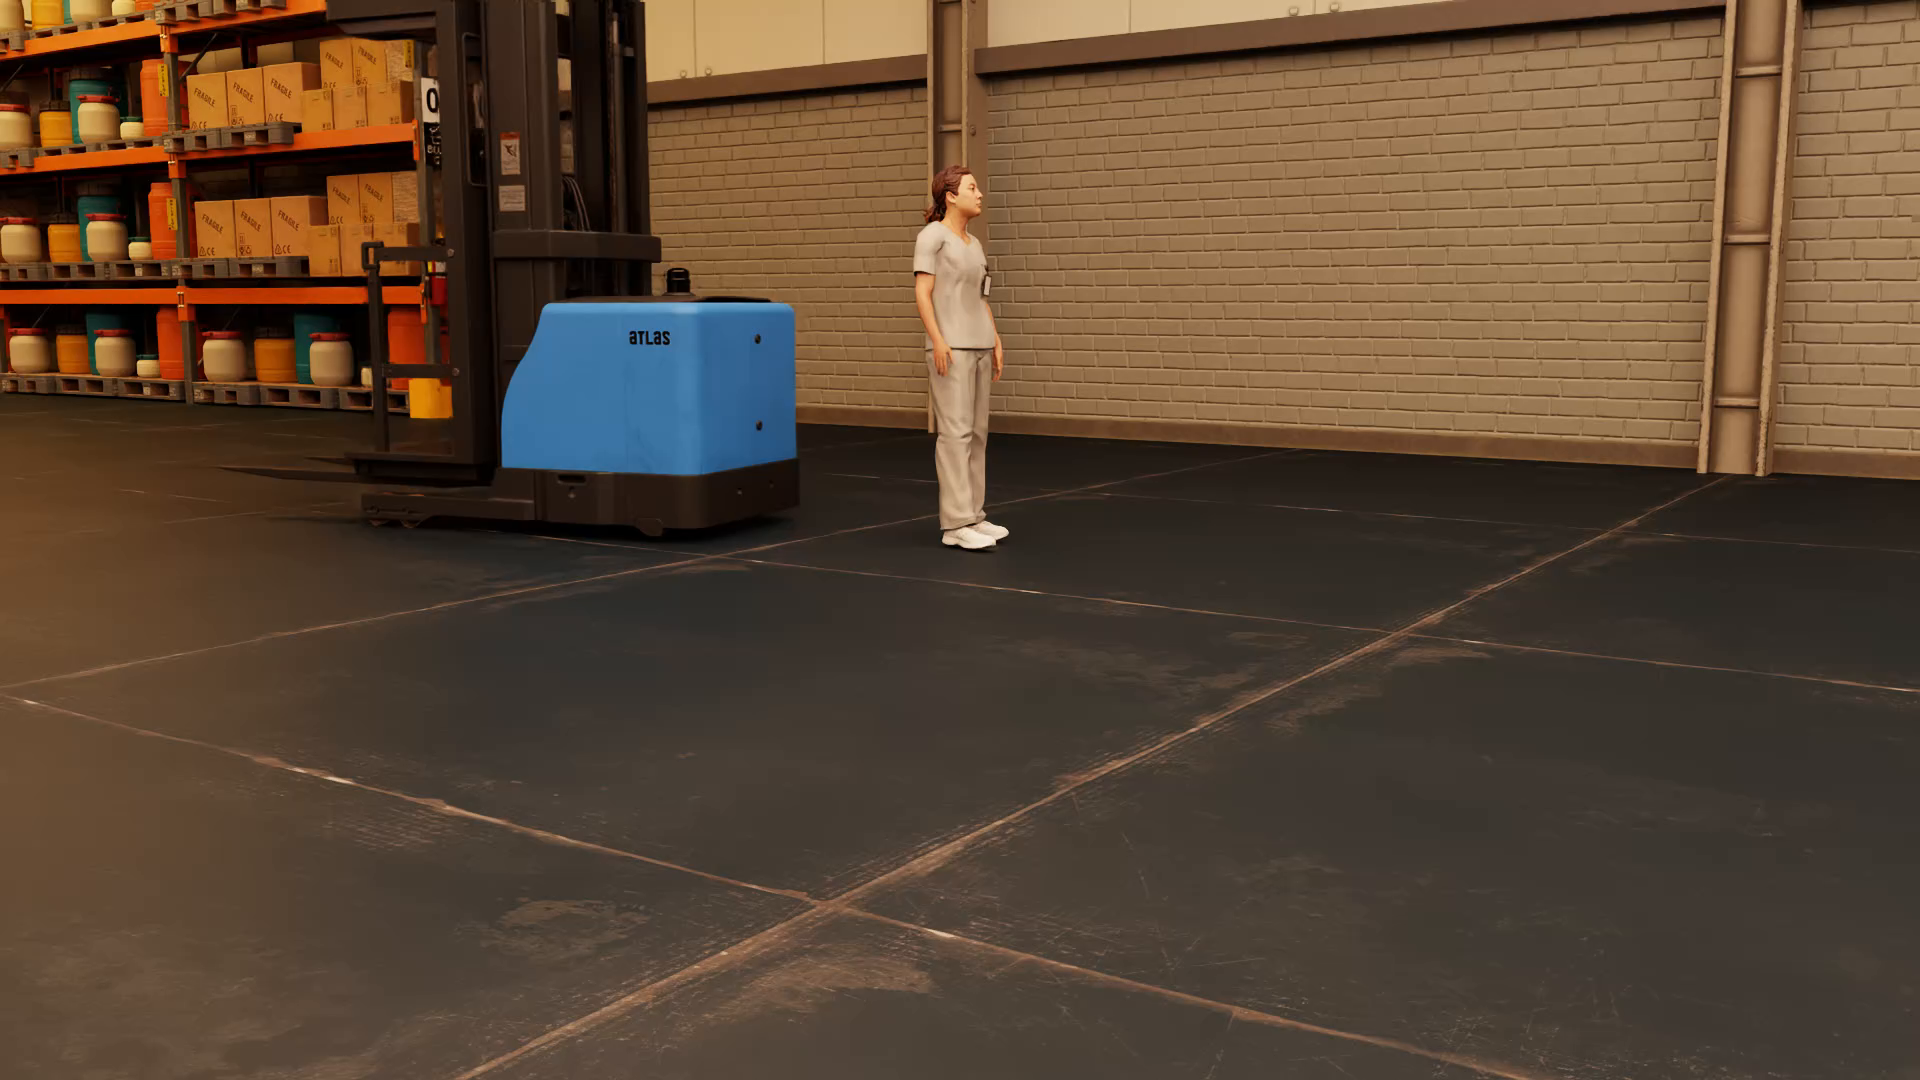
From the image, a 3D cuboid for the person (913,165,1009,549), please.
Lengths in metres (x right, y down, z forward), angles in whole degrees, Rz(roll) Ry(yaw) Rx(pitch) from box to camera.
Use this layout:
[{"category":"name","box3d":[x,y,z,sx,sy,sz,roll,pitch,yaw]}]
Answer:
[{"category":"person","box3d":[0.054,-0.830,7.433,0.548,1.673,0.550,5,10,34]}]

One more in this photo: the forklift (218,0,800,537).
[{"category":"forklift","box3d":[-2.364,-1.574,8.261,3.031,2.935,1.130,3,9,22]}]
